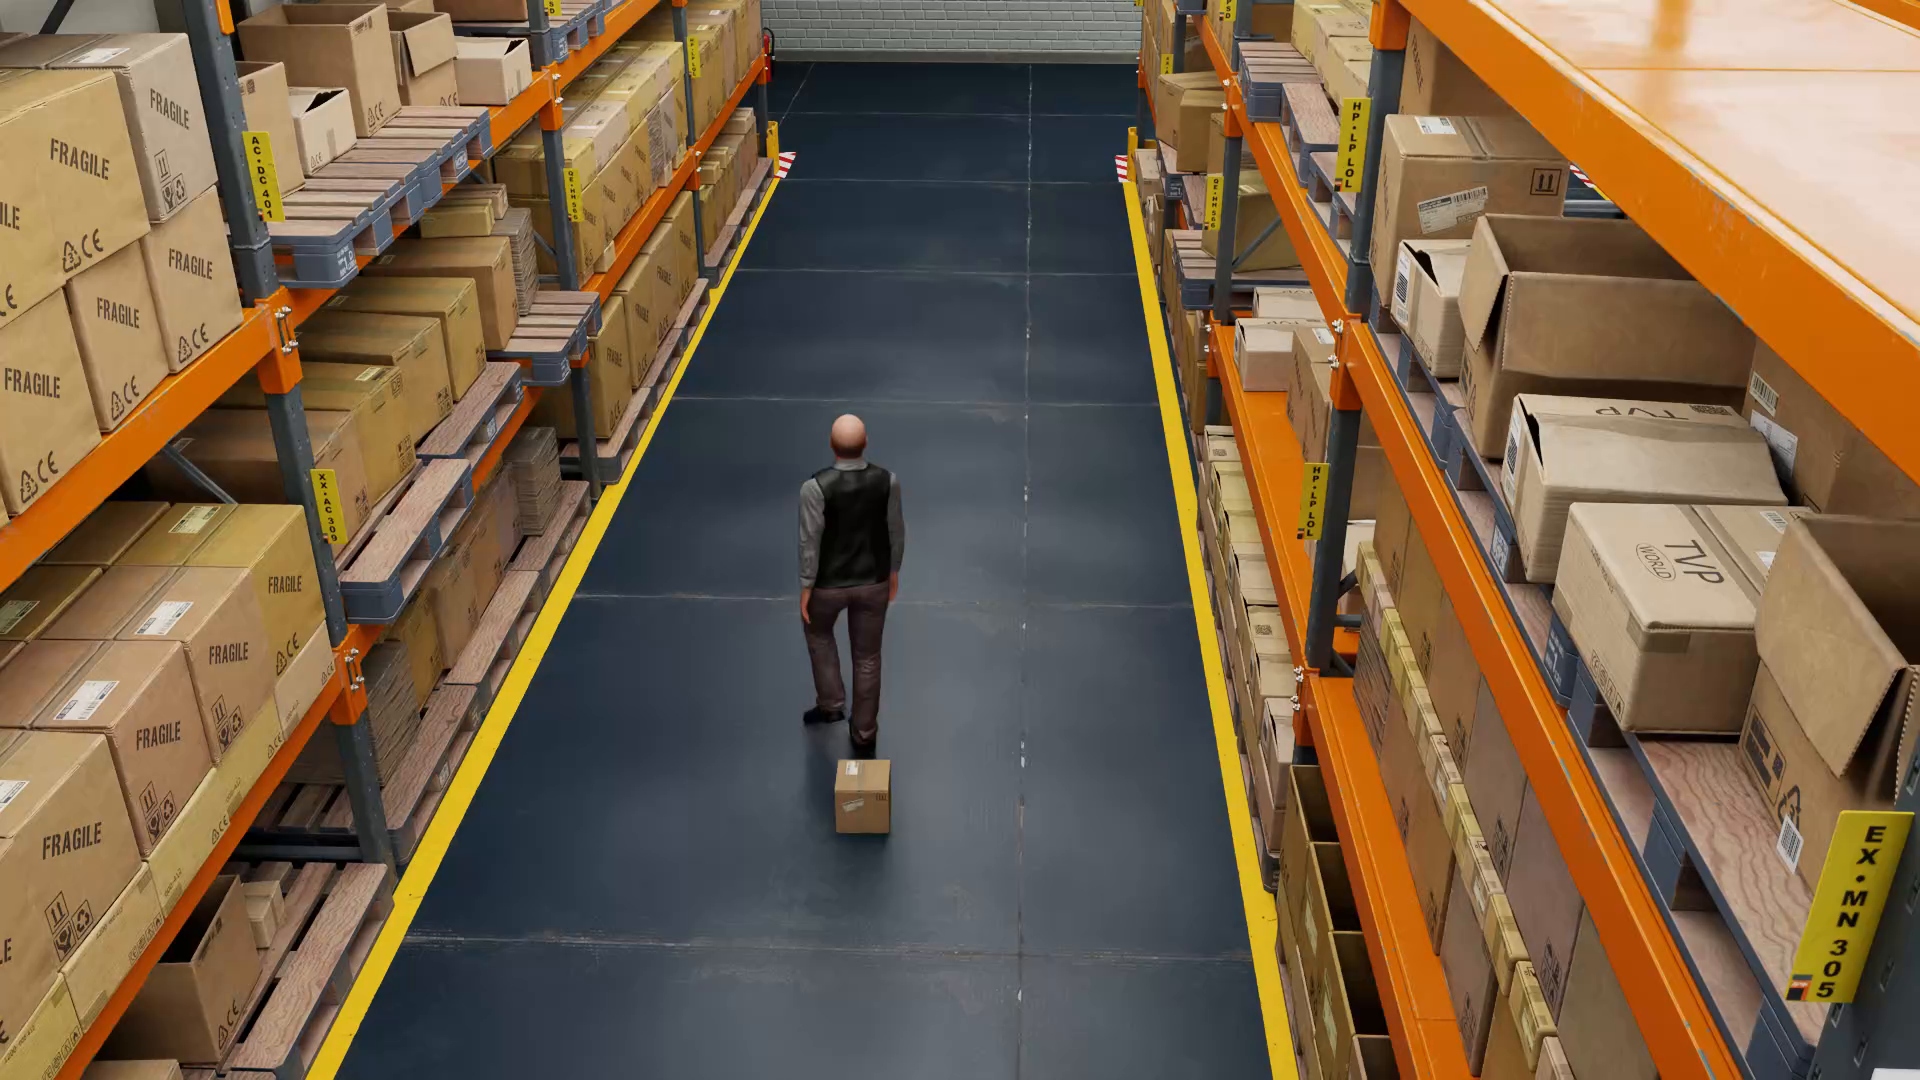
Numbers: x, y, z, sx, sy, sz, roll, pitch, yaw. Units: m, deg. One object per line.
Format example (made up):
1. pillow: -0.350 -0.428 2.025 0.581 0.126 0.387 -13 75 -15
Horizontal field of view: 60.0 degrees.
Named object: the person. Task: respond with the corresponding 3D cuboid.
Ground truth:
1. person: -0.529 0.225 8.210 0.563 1.728 0.551 -7 29 -13
